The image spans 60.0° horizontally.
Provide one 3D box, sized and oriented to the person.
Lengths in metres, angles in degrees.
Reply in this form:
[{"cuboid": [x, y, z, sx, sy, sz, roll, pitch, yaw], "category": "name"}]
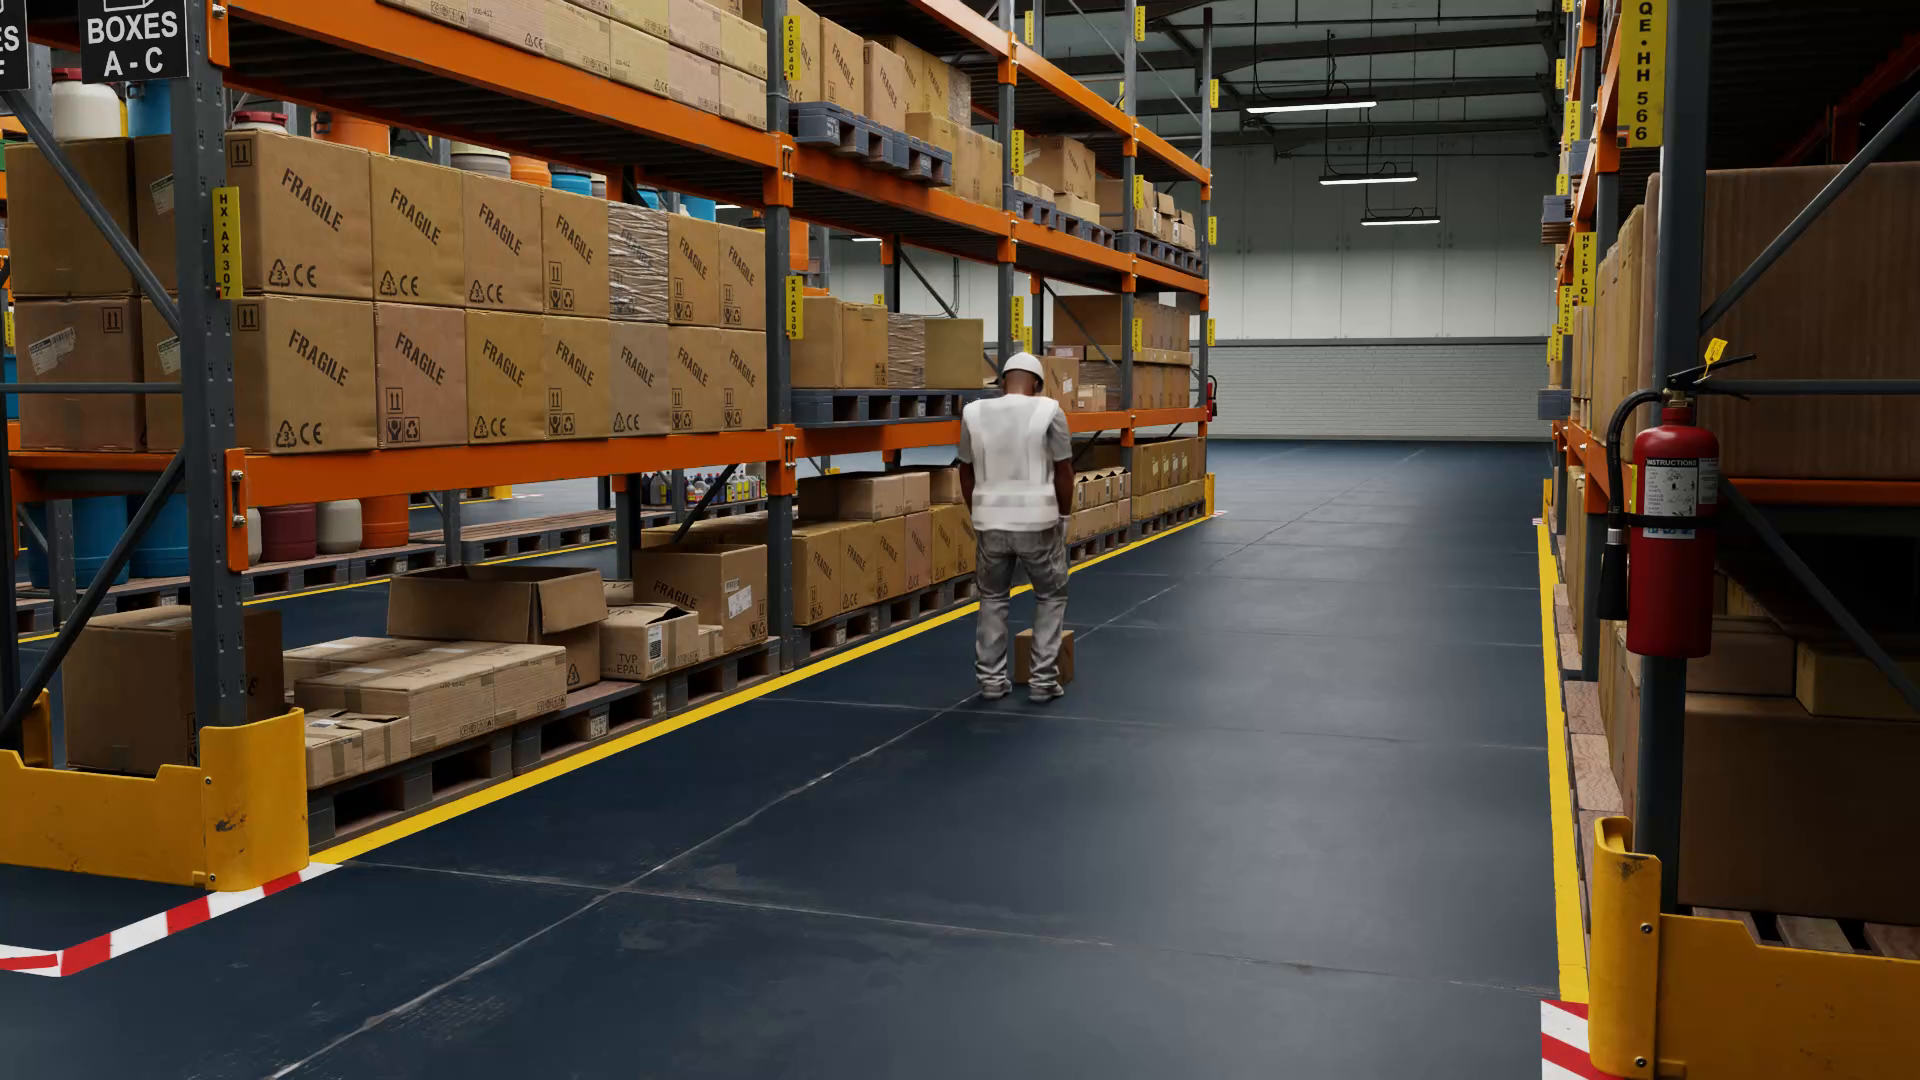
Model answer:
[{"cuboid": [0.269, -0.072, 8.143, 0.584, 1.695, 0.517, 2, 5, 20], "category": "person"}]
